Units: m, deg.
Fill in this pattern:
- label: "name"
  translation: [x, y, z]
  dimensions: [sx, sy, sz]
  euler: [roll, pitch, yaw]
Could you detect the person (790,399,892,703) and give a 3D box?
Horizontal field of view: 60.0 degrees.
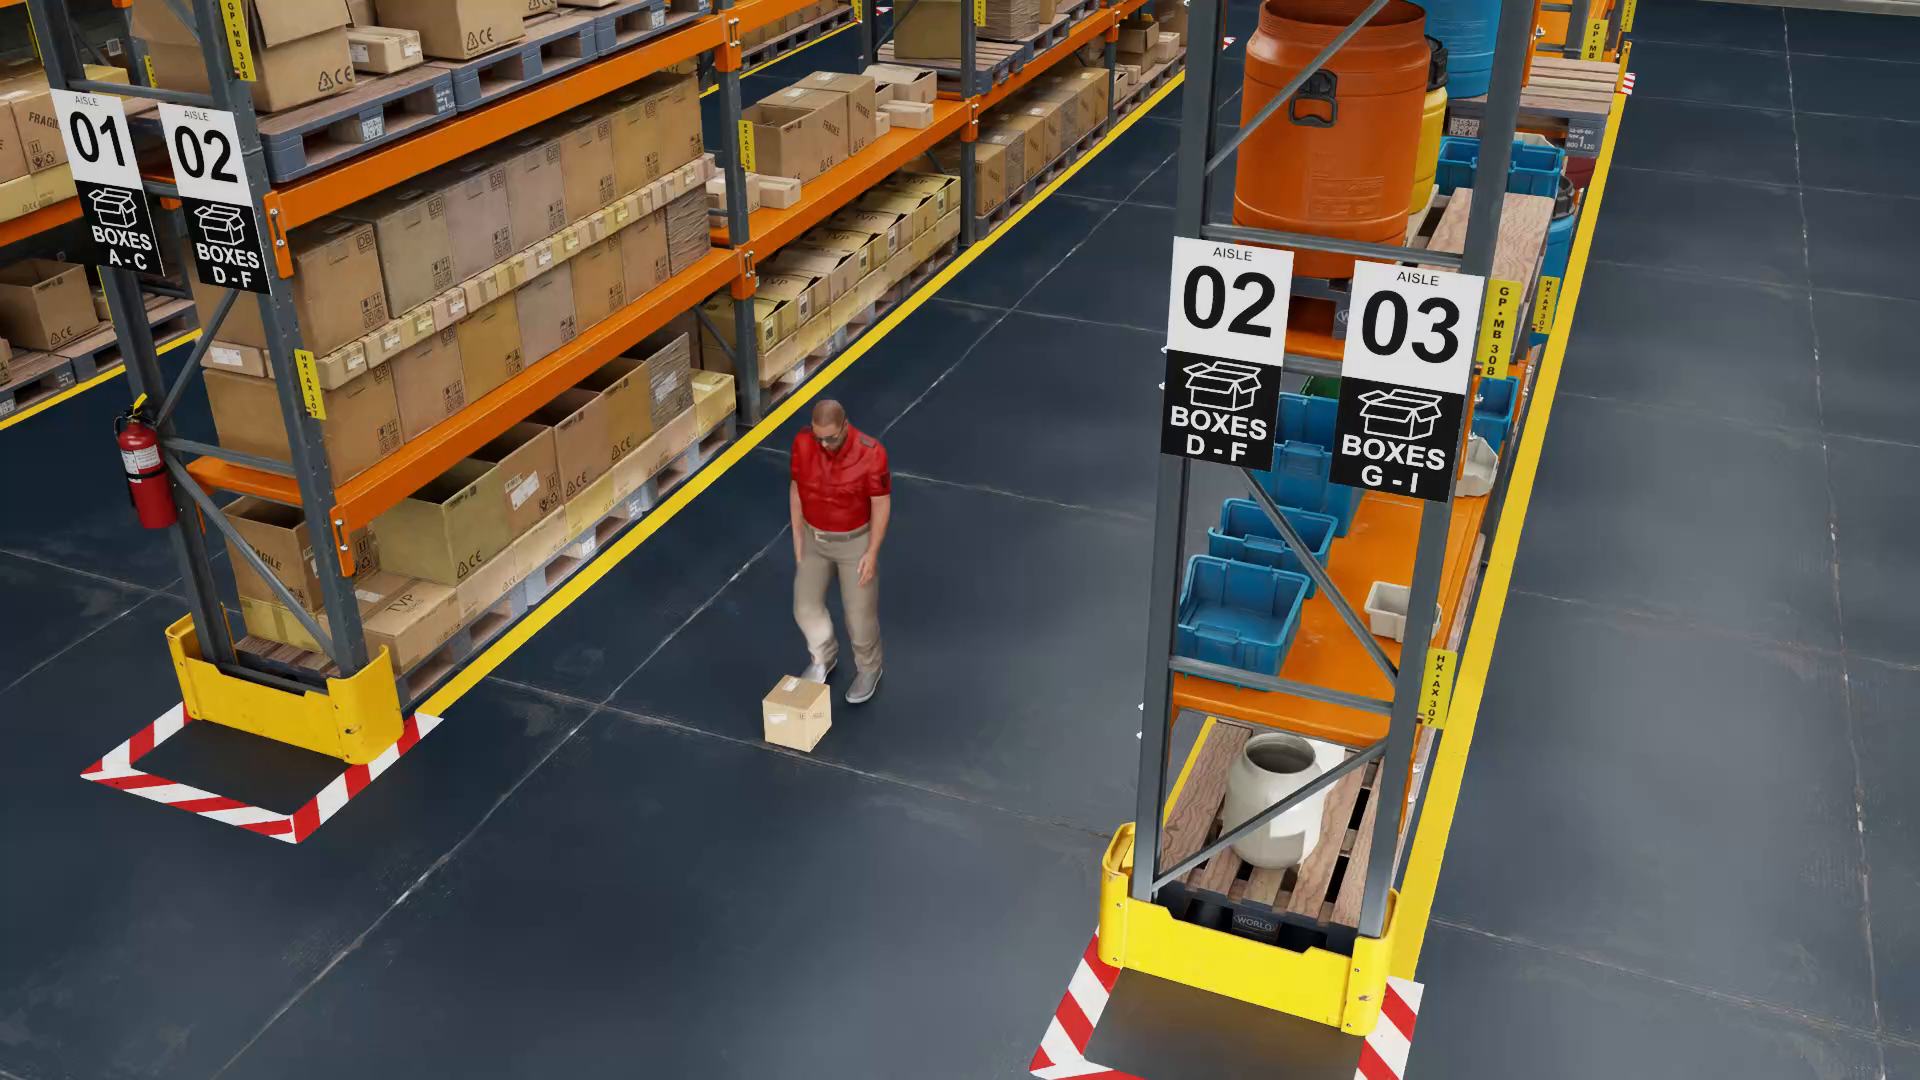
- label: "person"
  translation: [-0.600, 0.027, 8.425]
  dimensions: [0.553, 1.687, 0.410]
  euler: [12, 32, 20]
